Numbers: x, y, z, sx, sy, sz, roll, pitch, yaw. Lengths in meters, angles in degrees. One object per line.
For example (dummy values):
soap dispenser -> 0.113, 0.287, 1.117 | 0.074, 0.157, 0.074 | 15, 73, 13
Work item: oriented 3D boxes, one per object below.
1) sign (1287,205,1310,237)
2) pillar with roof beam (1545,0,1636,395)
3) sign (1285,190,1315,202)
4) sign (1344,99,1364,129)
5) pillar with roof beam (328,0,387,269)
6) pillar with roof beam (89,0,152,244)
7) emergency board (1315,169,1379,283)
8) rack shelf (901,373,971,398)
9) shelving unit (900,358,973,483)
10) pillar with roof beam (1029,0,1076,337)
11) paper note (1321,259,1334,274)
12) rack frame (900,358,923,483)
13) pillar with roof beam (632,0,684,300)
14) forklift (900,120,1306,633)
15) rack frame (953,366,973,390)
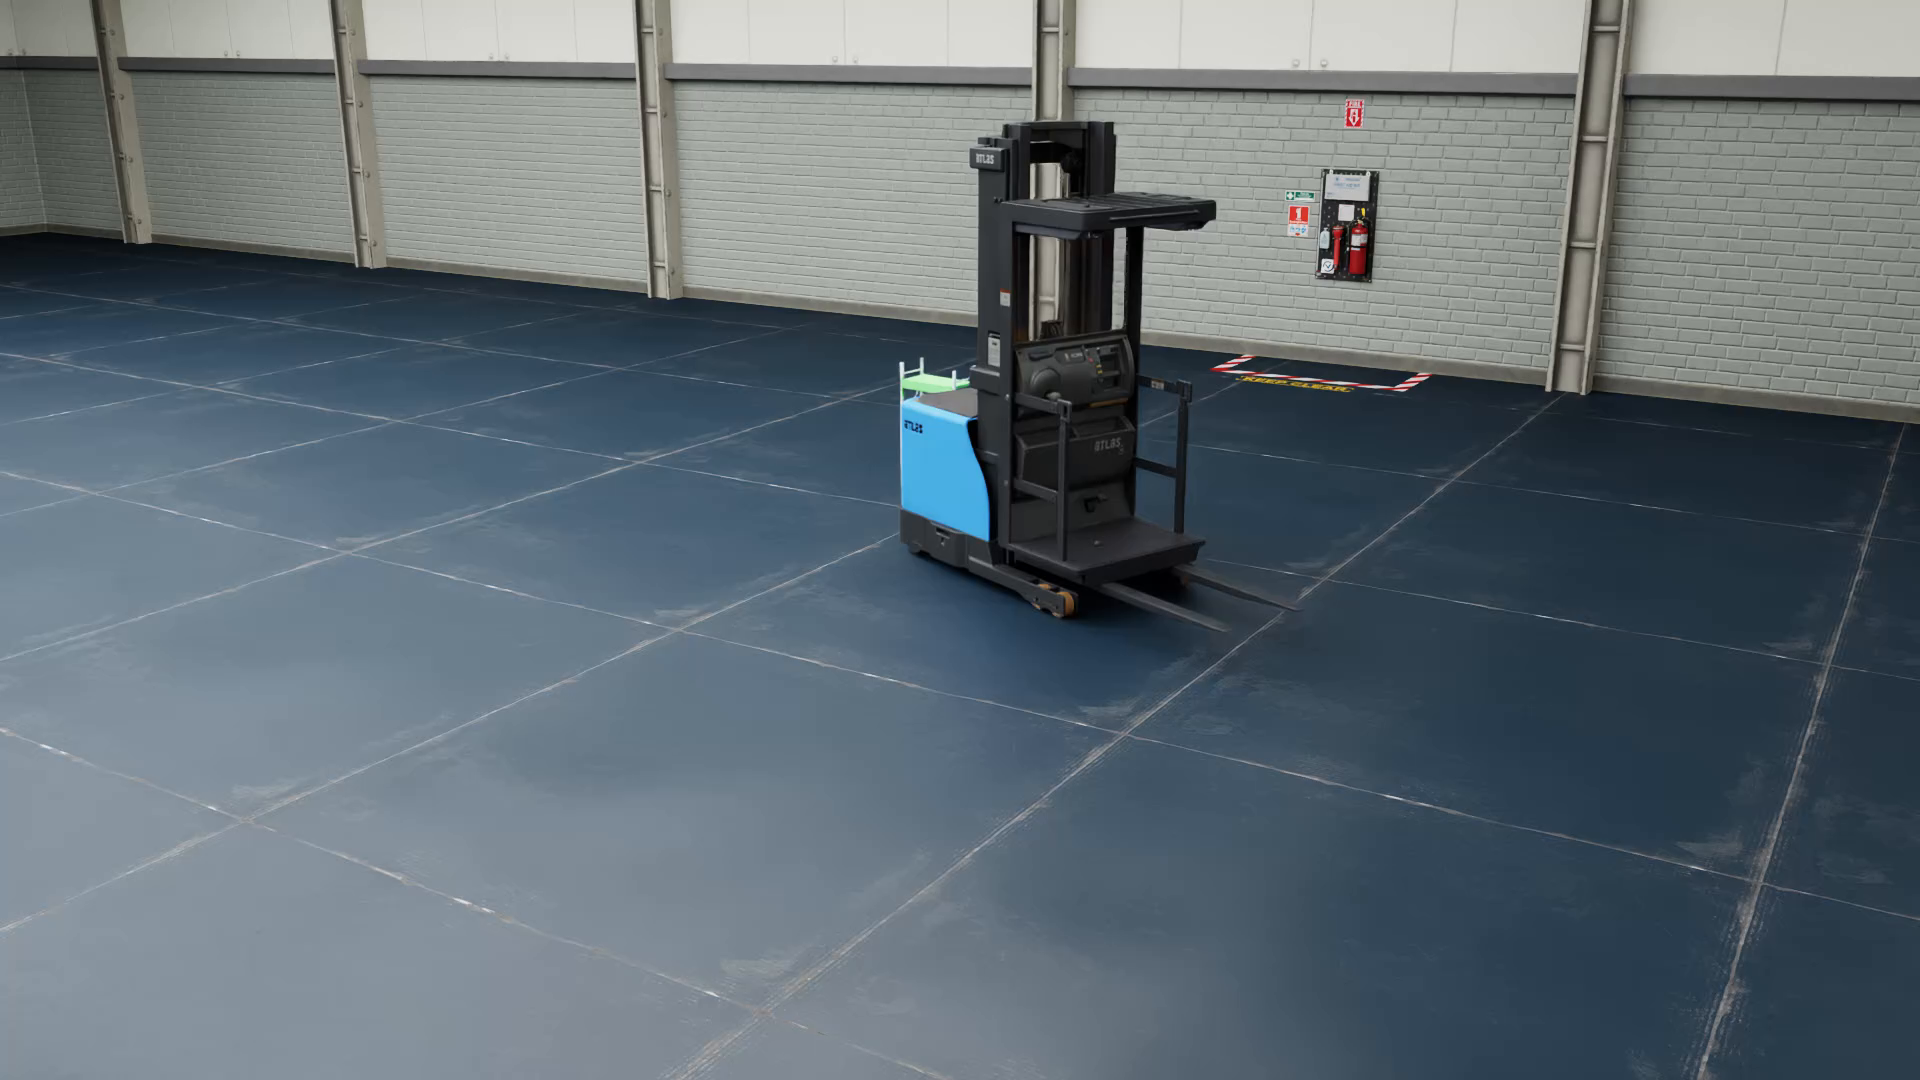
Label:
sign -> 3.678, -3.467, 18.072 | 0.234, 0.329, 0.001 | 10, 20, 30
pillar with roof beam -> 3.928, -4.759, 12.065 | 0.400, 9.000, 9.100 | 10, 20, 30
sign -> 3.677, -3.717, 17.985 | 0.331, 0.109, 0.001 | 10, 20, 30
sign -> 4.141, -4.475, 17.464 | 0.199, 0.298, 0.001 | 10, 20, 30
pillar with roof beam -> -11.410, -7.497, 21.079 | 0.400, 9.000, 9.100 | 10, 20, 30
pillar with roof beam -> -16.523, -8.410, 24.083 | 0.400, 9.000, 9.100 | 10, 20, 30
emergency board -> 4.095, -3.340, 17.716 | 0.643, 1.169, 0.194 | 10, 20, 30
rack shelf -> -0.160, -1.083, 11.950 | 0.480, 0.148, 0.258 | 13, 21, 37
shelving unit -> -0.160, -0.685, 12.070 | 0.503, 1.200, 0.258 | 13, 21, 37
pillar with roof beam -> -1.185, -5.672, 15.070 | 0.400, 9.000, 9.100 | 10, 20, 30
paper note -> 3.981, -2.963, 17.989 | 0.142, 0.148, 0.016 | 10, 20, 30
rack frame -> -0.349, -0.729, 12.218 | 0.015, 1.200, 0.240 | 13, 21, 37
pillar with roof beam -> -6.297, -6.584, 18.074 | 0.400, 9.000, 9.100 | 10, 20, 30
forklift -> 0.864, -1.080, 10.394 | 1.130, 2.935, 3.031 | -12, 21, -35
rack frame -> 0.030, -0.640, 11.923 | 0.015, 1.200, 0.240 | 13, 21, 37
